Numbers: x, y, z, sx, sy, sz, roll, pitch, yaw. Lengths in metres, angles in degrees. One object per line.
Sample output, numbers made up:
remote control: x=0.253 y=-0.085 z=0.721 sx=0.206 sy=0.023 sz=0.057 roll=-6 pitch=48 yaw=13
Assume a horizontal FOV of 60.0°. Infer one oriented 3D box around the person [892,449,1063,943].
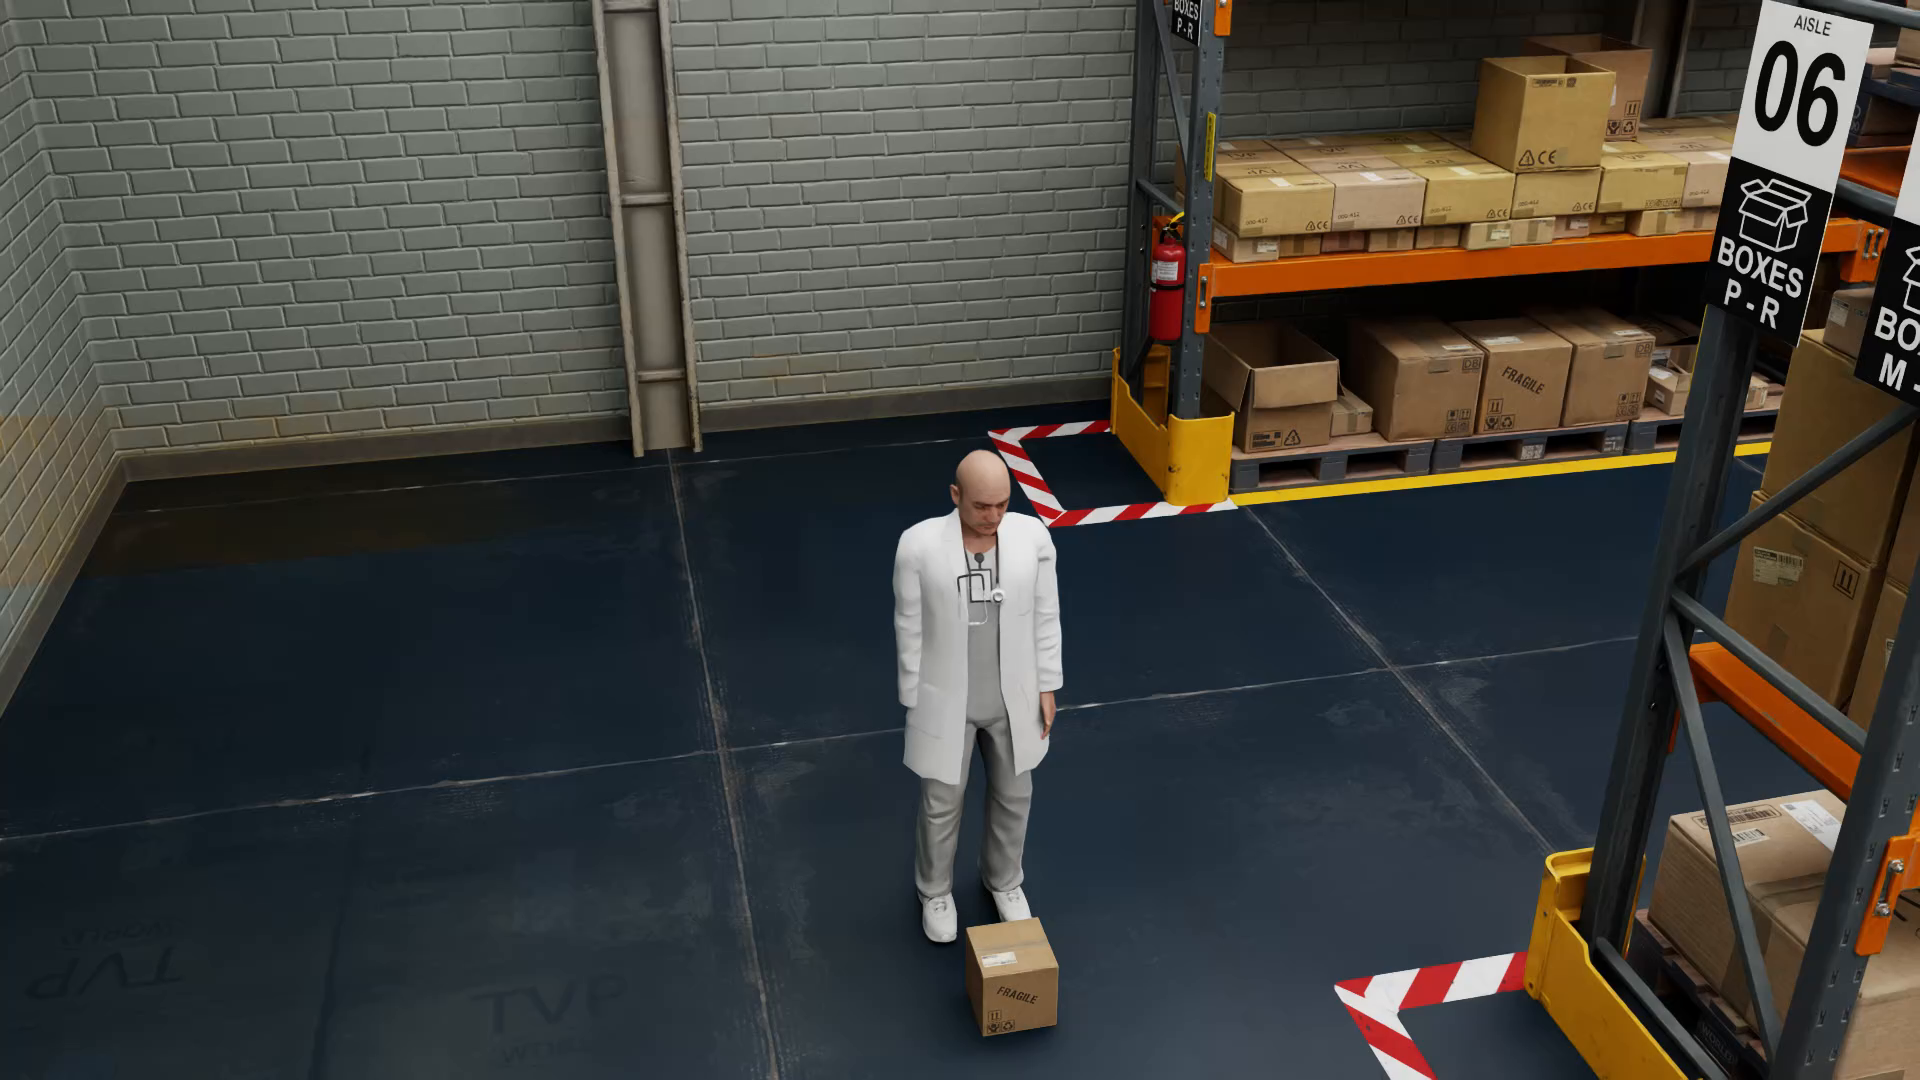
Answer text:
person: x=0.071 y=0.531 z=5.572 sx=0.562 sy=1.777 sz=0.383 roll=-5 pitch=27 yaw=-11
